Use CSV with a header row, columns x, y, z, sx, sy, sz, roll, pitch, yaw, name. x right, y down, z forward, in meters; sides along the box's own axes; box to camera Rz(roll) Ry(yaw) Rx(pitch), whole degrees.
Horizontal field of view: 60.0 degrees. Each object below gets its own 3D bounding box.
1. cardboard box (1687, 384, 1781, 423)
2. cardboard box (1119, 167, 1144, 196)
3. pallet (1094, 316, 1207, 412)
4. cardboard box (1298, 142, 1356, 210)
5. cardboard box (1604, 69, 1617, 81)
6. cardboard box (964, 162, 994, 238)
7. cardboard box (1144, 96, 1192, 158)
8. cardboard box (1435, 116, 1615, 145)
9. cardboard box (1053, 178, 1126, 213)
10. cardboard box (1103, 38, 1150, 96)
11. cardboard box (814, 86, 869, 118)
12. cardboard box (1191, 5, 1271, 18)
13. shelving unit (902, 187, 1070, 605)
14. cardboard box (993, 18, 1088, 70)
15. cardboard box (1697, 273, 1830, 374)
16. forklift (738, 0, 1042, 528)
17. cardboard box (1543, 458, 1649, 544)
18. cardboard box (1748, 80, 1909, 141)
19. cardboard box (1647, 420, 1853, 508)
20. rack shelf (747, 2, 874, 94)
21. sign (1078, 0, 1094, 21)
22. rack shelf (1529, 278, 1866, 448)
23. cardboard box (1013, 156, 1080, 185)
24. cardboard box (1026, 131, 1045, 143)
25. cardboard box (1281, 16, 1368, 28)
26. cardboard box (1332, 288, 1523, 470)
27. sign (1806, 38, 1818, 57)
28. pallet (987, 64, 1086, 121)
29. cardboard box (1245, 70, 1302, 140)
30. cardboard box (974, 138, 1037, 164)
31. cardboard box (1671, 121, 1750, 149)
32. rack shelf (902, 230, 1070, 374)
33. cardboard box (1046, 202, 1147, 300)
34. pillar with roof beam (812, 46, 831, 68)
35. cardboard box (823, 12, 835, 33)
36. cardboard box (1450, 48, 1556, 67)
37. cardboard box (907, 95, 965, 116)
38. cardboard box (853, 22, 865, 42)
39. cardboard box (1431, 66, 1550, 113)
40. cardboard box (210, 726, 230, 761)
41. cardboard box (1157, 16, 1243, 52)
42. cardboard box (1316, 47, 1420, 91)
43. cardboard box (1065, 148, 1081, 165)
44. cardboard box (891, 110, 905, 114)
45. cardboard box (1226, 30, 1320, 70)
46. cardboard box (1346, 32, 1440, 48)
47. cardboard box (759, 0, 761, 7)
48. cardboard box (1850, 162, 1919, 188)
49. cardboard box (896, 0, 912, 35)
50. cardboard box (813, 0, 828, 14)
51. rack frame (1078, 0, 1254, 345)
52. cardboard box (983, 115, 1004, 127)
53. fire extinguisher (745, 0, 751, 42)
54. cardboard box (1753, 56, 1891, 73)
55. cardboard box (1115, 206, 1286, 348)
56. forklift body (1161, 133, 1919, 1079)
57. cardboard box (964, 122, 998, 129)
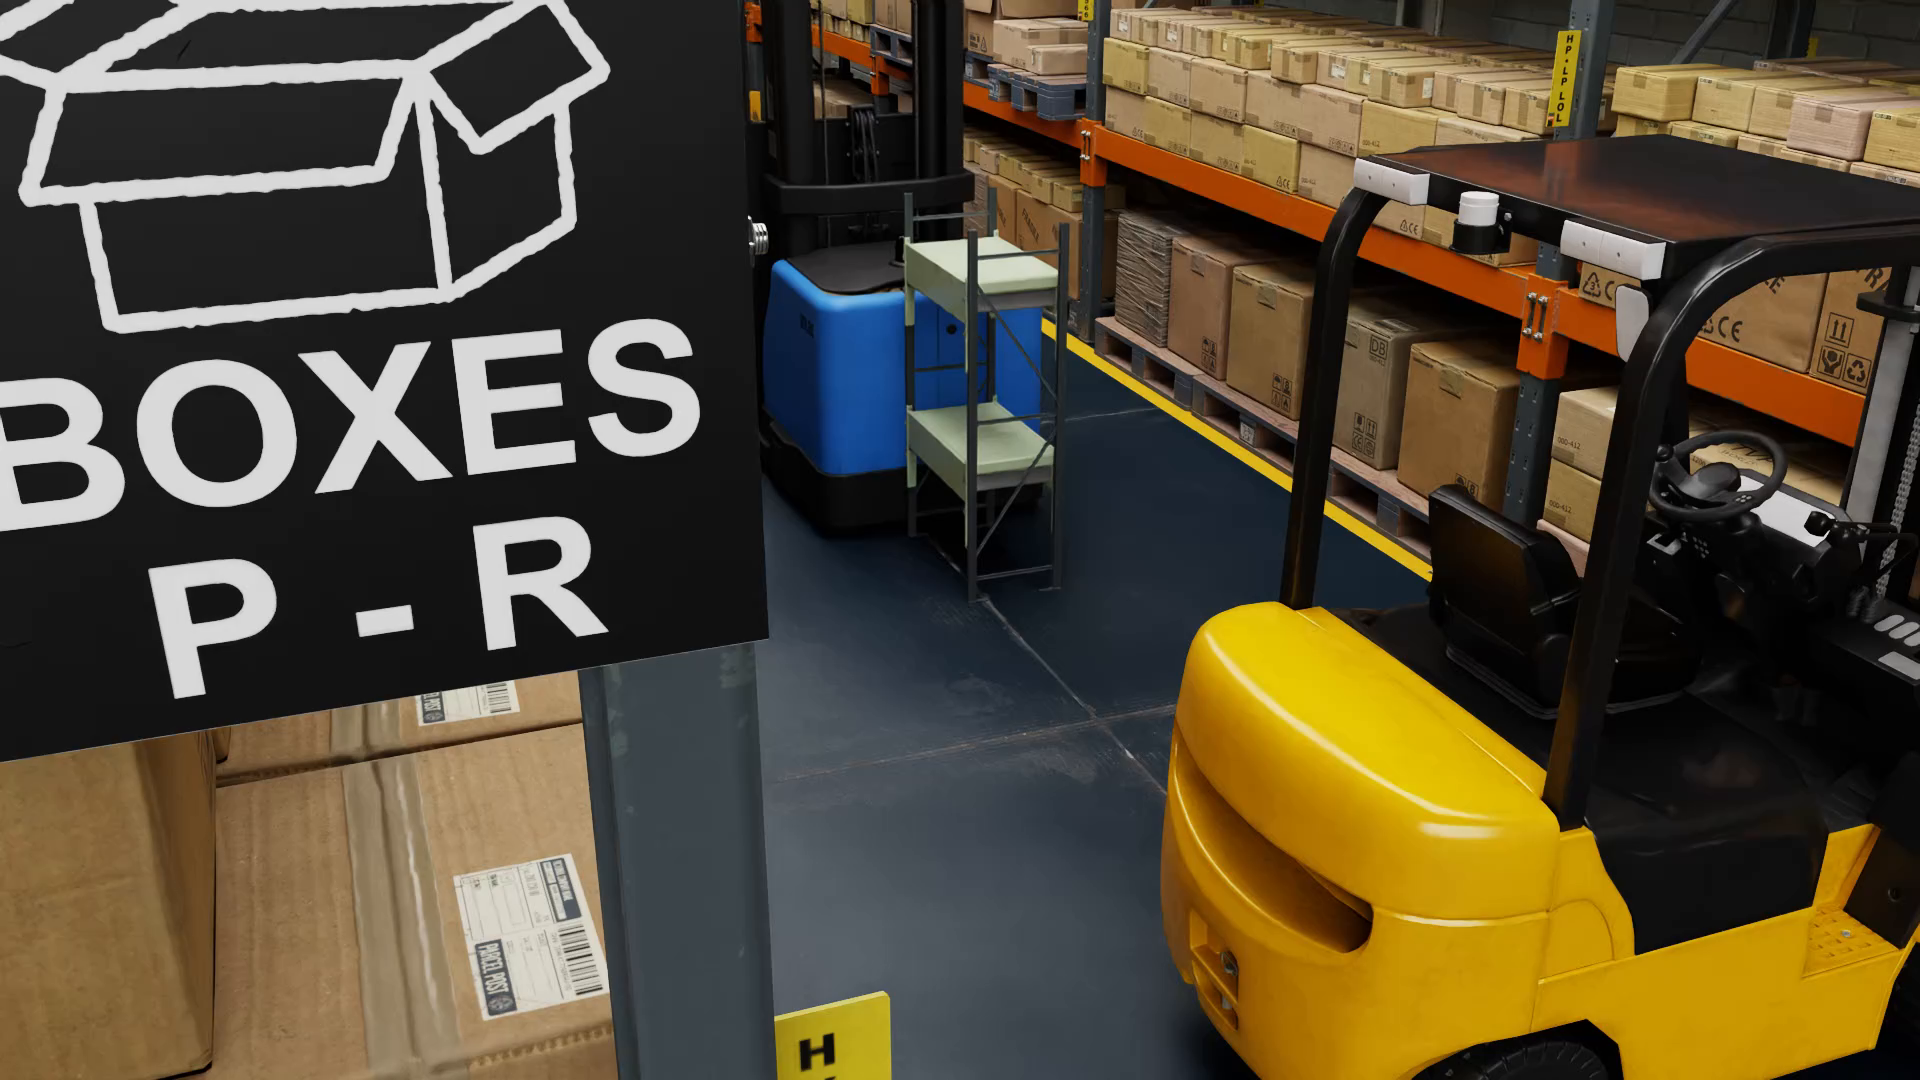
x,y,z,sx,sy,sz,roll,pitch,yaw,name
2.981,-0.434,6.130,0.500,0.250,0.500,-8,24,-18,cardboard box
1.252,-2.326,10.748,0.380,0.149,0.250,-8,24,-17,cardboard box
1.468,-1.063,9.501,1.003,0.211,1.213,-8,24,-19,pallet
1.874,-1.644,7.481,0.500,0.250,0.500,-8,24,-19,cardboard box
2.657,-1.806,6.709,0.380,0.149,0.250,-9,25,-21,cardboard box
0.308,-2.378,11.707,0.500,0.500,0.500,-9,25,-21,cardboard box
1.315,-2.205,8.813,0.500,0.250,0.500,-9,24,-20,cardboard box
2.214,-1.504,6.505,0.500,0.250,0.500,-9,24,-20,cardboard box
0.802,-2.138,10.303,0.380,0.149,0.250,-10,25,-22,cardboard box
1.118,-2.616,9.143,0.500,0.250,0.500,-8,24,-19,cardboard box
-1.126,-3.844,15.186,0.500,0.500,0.500,-8,24,-18,cardboard box
1.518,-2.907,9.322,0.380,0.149,0.250,-8,24,-17,cardboard box
0.089,-0.598,6.737,0.431,1.500,0.755,-8,24,-19,shelving unit
0.538,-3.116,10.433,0.500,0.250,0.500,-10,25,-21,cardboard box
2.739,-0.861,5.303,0.500,0.500,0.500,-8,24,-18,cardboard box
-0.618,-1.947,8.096,1.130,2.935,3.031,-8,24,-19,forklift
2.509,-0.138,6.071,0.500,0.250,0.500,-8,24,-19,cardboard box
2.737,-1.351,5.246,0.380,0.149,0.250,-9,24,-20,cardboard box
2.675,-0.180,5.528,0.500,0.250,0.500,-8,24,-19,cardboard box
-0.906,-4.501,14.994,1.077,0.370,4.000,-8,24,-19,rack shelf
0.709,-3.072,9.287,0.100,0.325,0.005,-8,24,-19,sign
3.333,-0.141,4.649,1.077,0.370,4.000,-8,24,-19,rack shelf
0.574,-2.437,11.012,0.380,0.149,0.250,-8,24,-17,cardboard box
0.697,-2.888,12.082,0.380,0.149,0.250,-8,24,-18,cardboard box
1.901,-2.645,8.700,0.380,0.149,0.250,-9,24,-20,cardboard box
2.165,-0.770,7.730,0.875,0.625,0.625,-9,24,-20,cardboard box
3.145,-1.711,6.232,0.100,0.325,0.005,-8,24,-19,sign
0.908,-2.801,10.280,1.213,0.211,1.003,-8,24,-19,pallet
1.690,-2.062,7.830,0.500,0.250,0.500,-8,24,-18,cardboard box
0.321,-2.720,11.683,0.380,0.149,0.250,-8,24,-19,cardboard box
2.586,-1.298,5.505,0.380,0.149,0.250,-8,24,-18,cardboard box
0.089,-0.957,6.585,0.431,0.370,0.720,-8,24,-19,rack shelf
0.863,-1.818,10.380,0.500,0.500,0.500,-8,24,-17,cardboard box
-5.749,-8.837,16.629,9.100,9.000,0.400,-8,24,-19,pillar with roof beam
-0.959,-4.442,14.251,0.380,0.149,0.250,-9,24,-20,cardboard box
2.396,-2.081,7.361,0.380,0.149,0.250,-8,24,-19,cardboard box
-0.185,-3.329,12.746,0.380,0.149,0.250,-10,25,-22,cardboard box
-0.661,-4.163,13.589,0.380,0.149,0.250,-8,24,-18,cardboard box
2.153,-1.825,6.755,0.380,0.149,0.250,-8,24,-19,cardboard box
-1.159,-0.048,1.702,0.700,0.500,0.500,-8,24,-18,cardboard box
1.261,-2.655,8.722,0.380,0.149,0.250,-8,24,-18,cardboard box
1.819,-2.098,7.402,0.380,0.149,0.250,-8,24,-19,cardboard box
0.942,-2.605,11.410,0.380,0.149,0.250,-9,24,-20,cardboard box
-0.322,-3.280,13.012,0.380,0.149,0.250,-7,24,-16,cardboard box
1.516,-2.374,8.056,0.380,0.149,0.250,-8,24,-18,cardboard box
2.078,-2.352,8.004,0.380,0.149,0.250,-8,24,-17,cardboard box
-1.753,-5.287,16.254,0.380,0.149,0.250,-9,24,-19,cardboard box
2.813,-1.012,4.826,0.380,0.149,0.250,-9,24,-20,cardboard box
-0.055,-3.951,12.093,0.700,0.500,0.500,-8,24,-18,cardboard box
-0.962,-4.689,14.322,0.500,0.250,0.500,-9,24,-19,cardboard box
1.213,-2.653,9.681,1.000,3.000,0.127,-8,24,-19,rack frame
0.392,-3.170,12.752,0.380,0.149,0.250,-8,24,-18,cardboard box
-2.097,-5.342,16.642,0.296,0.674,0.183,-8,24,-19,fire extinguisher
3.022,-1.607,5.853,0.380,0.149,0.250,-8,24,-19,cardboard box
1.421,-1.523,9.519,0.875,0.625,0.625,-8,24,-17,cardboard box
1.663,0.207,3.991,2.313,2.155,1.214,-8,24,-19,forklift body
0.059,-3.000,12.349,0.380,0.149,0.250,-9,24,-20,cardboard box
